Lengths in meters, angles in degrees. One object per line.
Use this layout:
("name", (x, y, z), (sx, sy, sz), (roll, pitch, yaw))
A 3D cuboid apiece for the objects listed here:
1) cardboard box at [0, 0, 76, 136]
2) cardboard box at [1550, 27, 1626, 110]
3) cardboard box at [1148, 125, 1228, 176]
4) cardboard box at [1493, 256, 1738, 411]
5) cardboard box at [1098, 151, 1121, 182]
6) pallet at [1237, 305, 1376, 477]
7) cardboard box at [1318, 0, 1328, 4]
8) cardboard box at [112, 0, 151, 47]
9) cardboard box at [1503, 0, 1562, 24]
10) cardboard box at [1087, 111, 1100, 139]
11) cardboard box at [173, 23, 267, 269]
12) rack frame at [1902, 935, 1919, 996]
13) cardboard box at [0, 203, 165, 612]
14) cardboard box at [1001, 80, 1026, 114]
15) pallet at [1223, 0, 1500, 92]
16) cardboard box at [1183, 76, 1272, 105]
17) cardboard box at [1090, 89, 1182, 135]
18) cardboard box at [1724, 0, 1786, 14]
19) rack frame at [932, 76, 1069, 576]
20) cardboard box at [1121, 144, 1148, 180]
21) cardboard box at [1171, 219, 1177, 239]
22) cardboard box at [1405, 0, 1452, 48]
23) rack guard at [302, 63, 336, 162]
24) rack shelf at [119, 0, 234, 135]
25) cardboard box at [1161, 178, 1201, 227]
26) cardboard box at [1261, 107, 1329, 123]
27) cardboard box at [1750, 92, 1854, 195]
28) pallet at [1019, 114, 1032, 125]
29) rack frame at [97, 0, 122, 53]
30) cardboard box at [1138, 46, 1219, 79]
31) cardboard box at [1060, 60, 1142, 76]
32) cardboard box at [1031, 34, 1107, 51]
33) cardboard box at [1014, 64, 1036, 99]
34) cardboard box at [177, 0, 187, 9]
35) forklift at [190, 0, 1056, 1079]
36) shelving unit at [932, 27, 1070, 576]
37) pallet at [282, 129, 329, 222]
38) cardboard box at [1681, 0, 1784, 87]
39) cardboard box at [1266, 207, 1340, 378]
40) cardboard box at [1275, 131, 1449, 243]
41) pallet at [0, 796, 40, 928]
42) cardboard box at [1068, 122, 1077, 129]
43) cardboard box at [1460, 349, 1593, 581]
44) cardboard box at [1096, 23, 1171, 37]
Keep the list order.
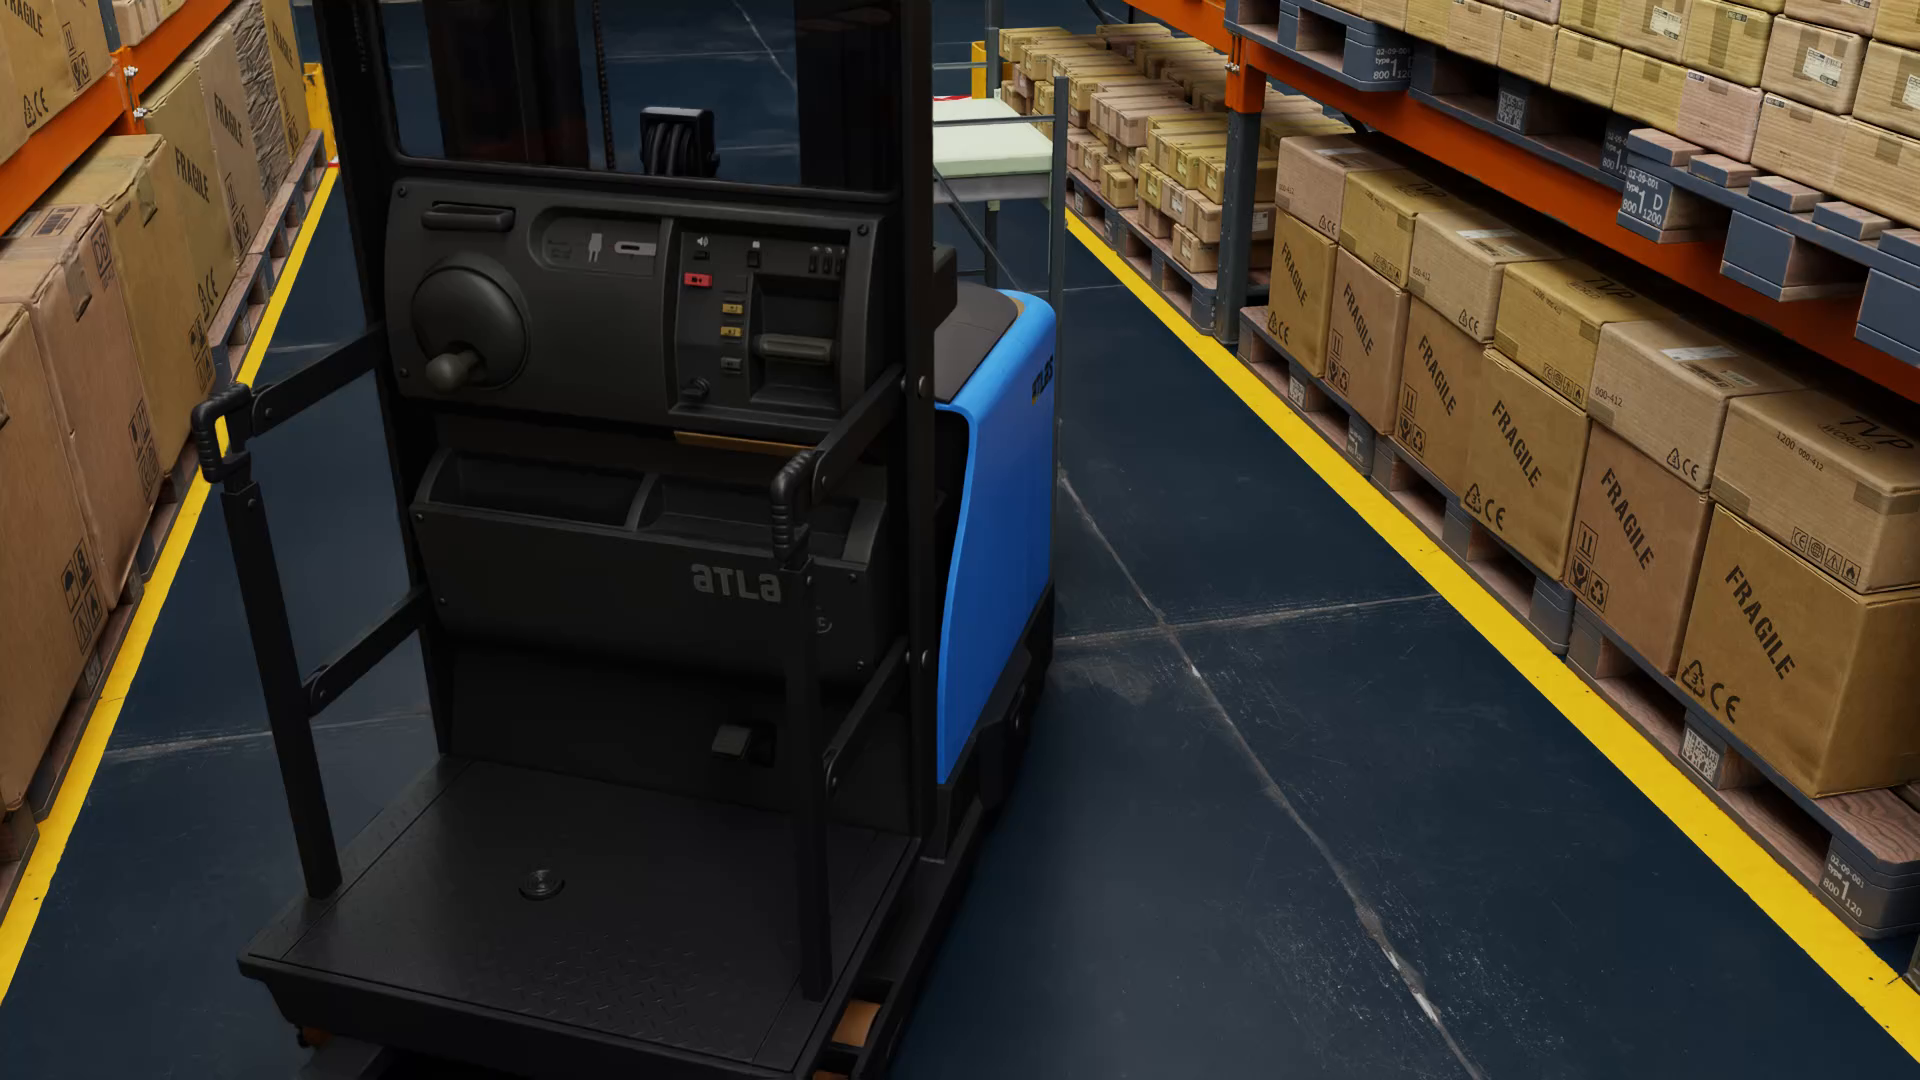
("cardboard box", (-2.828, -1.397, 4.578), (0.500, 0.500, 0.500), (-5, 27, -10))
("cardboard box", (1.666, -1.146, 4.005), (0.380, 0.149, 0.250), (-7, 28, -14))
("cardboard box", (1.058, -1.734, 7.394), (0.380, 0.149, 0.250), (-6, 27, -12))
("cardboard box", (1.820, -0.577, 4.539), (0.500, 0.250, 0.500), (-5, 27, -10))
("cardboard box", (0.904, -1.835, 8.255), (0.380, 0.149, 0.250), (-5, 27, -11))
("pallet", (1.728, -0.621, 6.246), (1.003, 0.211, 1.213), (-6, 27, -12))
("cardboard box", (1.313, -1.832, 5.363), (0.380, 0.149, 0.250), (-6, 27, -11))
("cardboard box", (-3.046, -1.800, 5.765), (0.380, 0.149, 0.250), (-6, 27, -11))
("cardboard box", (1.605, -1.396, 4.170), (0.380, 0.149, 0.250), (-5, 27, -10))
("cardboard box", (0.872, -2.185, 8.618), (0.380, 0.149, 0.250), (-5, 27, -9))
("cardboard box", (-3.577, -1.680, 7.141), (0.875, 0.875, 0.875), (-6, 27, -12))
("rack frame", (2.453, -0.451, 2.815), (1.000, 3.000, 0.127), (-6, 27, -12))
("cardboard box", (-2.938, -0.316, 4.439), (1.225, 0.875, 0.875), (-7, 28, -13))
("cardboard box", (0.456, -2.616, 9.801), (0.380, 0.149, 0.250), (-5, 27, -11))
("pallet", (1.582, -1.771, 5.644), (1.003, 0.211, 1.213), (-6, 27, -12))
("cardboard box", (1.348, -2.249, 8.414), (0.380, 0.149, 0.250), (-6, 27, -11))
("cardboard box", (0.852, -2.083, 8.085), (0.380, 0.149, 0.250), (-7, 28, -13))
("cardboard box", (1.782, -1.186, 3.424), (0.380, 0.149, 0.250), (-5, 27, -10))
("rack frame", (0.084, -0.506, 4.588), (0.400, 1.500, 0.023), (-6, 27, -12))
("cardboard box", (0.983, -1.824, 7.903), (0.380, 0.149, 0.250), (-5, 27, -10))
("cardboard box", (1.154, -1.382, 7.357), (0.380, 0.149, 0.250), (-5, 27, -10))
("cardboard box", (1.492, -1.490, 4.687), (0.380, 0.149, 0.250), (-6, 27, -13))
("rack guard", (-4.211, -2.399, 9.448), (1.175, 0.500, 0.348), (-6, 27, -12))
("rack shelf", (-3.755, -2.305, 7.286), (1.077, 0.370, 4.000), (-6, 27, -12))
("cardboard box", (1.098, -1.478, 7.218), (0.380, 0.149, 0.250), (-7, 28, -14))
("cardboard box", (1.485, -1.905, 7.733), (0.380, 0.149, 0.250), (-7, 28, -13))
("cardboard box", (1.840, -0.806, 3.330), (0.380, 0.149, 0.250), (-6, 27, -12))
("pallet", (0.816, -2.325, 9.622), (1.003, 0.211, 1.213), (-6, 27, -12))
("rack frame", (-3.304, -1.748, 5.384), (1.000, 3.000, 0.127), (-6, 27, -12))
("cardboard box", (1.196, -2.600, 9.110), (0.380, 0.149, 0.250), (-7, 28, -14))
("cardboard box", (0.738, -2.424, 8.760), (0.380, 0.149, 0.250), (-5, 27, -10))
("cardboard box", (0.616, -2.770, 9.447), (0.380, 0.149, 0.250), (-5, 27, -11))
("cardboard box", (0.525, -2.629, 9.497), (0.380, 0.149, 0.250), (-6, 27, -12))
("cardboard box", (-3.226, -2.146, 6.451), (0.380, 0.149, 0.250), (-7, 28, -13))
("forklift", (-0.650, -0.378, 2.747), (1.130, 2.935, 3.031), (7, 28, 14))
("shelving unit", (0.002, -0.667, 4.906), (0.431, 1.500, 0.755), (-6, 27, -12))
("pallet", (-3.949, -1.916, 8.812), (1.003, 0.211, 1.213), (-6, 27, -12))
("cardboard box", (1.774, -1.062, 3.508), (0.380, 0.149, 0.250), (-5, 27, -10))
("cardboard box", (1.459, -0.928, 6.067), (0.500, 0.500, 0.500), (-5, 27, -10))
("cardboard box", (1.460, -1.262, 5.898), (0.500, 0.250, 0.500), (-7, 28, -14))
("pallet", (-2.507, 0.899, 3.235), (1.003, 0.211, 1.213), (-6, 27, -12))
("cardboard box", (0.759, -2.175, 8.928), (0.380, 0.149, 0.250), (-6, 27, -11))
("cardboard box", (1.801, -0.244, 4.713), (0.500, 0.500, 0.500), (-7, 28, -14))
("cardboard box", (1.016, -2.937, 9.778), (0.380, 0.149, 0.250), (-6, 27, -11))
